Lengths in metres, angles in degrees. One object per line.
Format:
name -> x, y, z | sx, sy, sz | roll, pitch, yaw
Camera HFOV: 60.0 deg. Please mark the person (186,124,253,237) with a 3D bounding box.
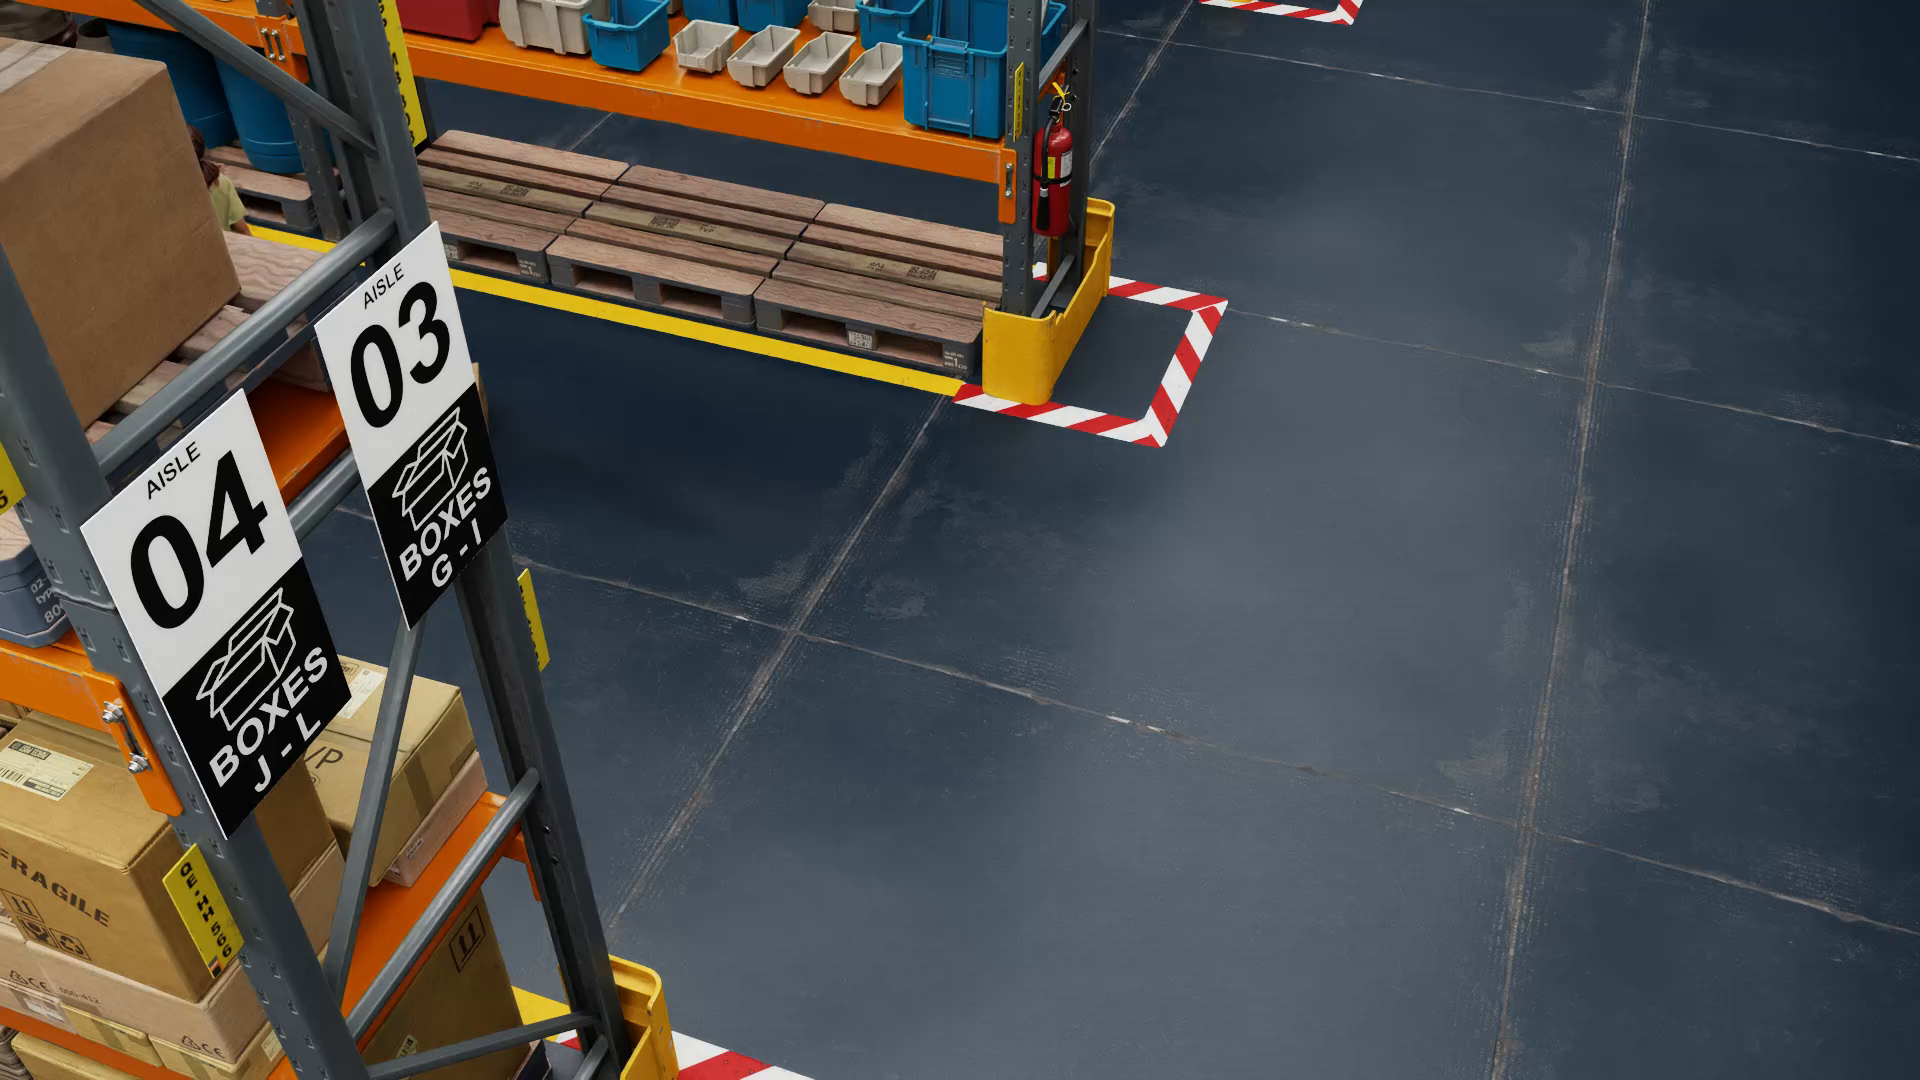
person -> -3.286, -1.092, 7.386 | 0.903, 1.629, 0.452 | 8, 42, 9
